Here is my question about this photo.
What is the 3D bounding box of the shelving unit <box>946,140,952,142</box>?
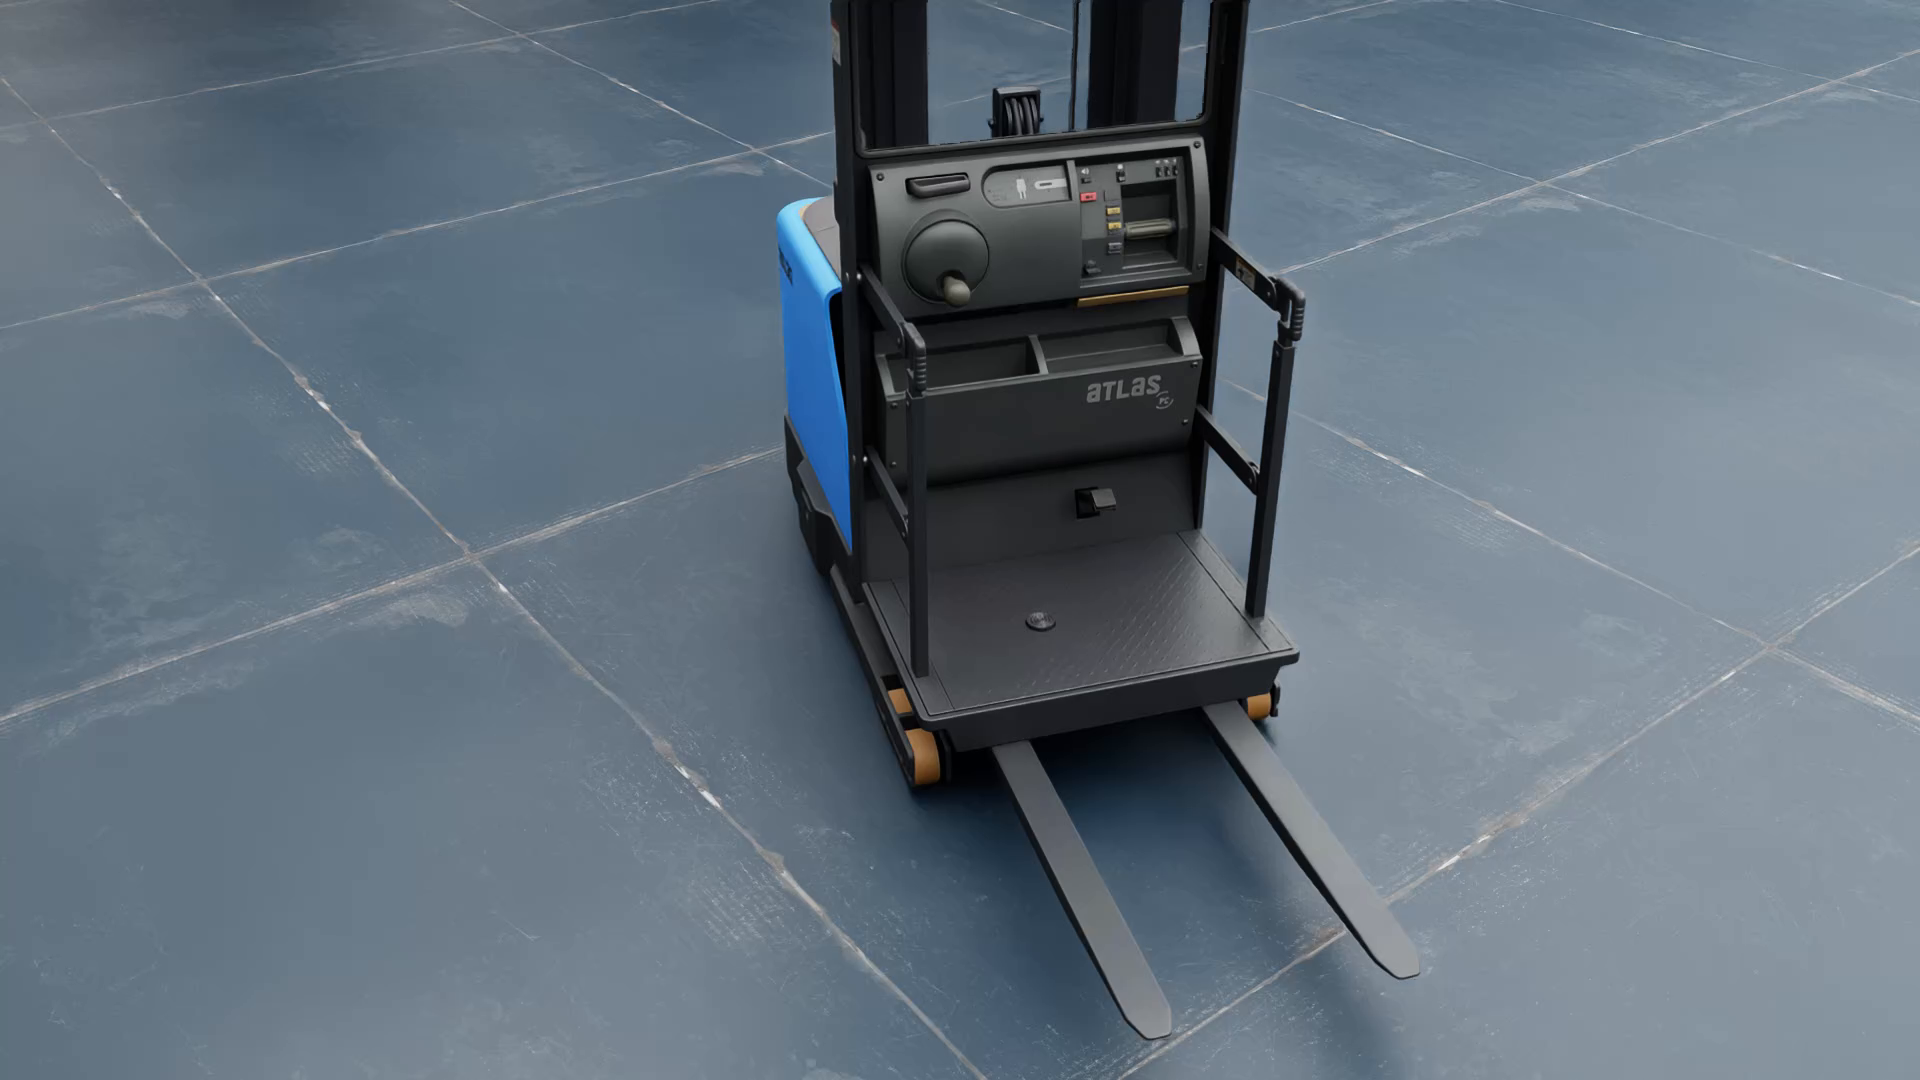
[{"bbox_3d":[-0.210,-0.955,6.150,0.258,1.200,0.503,-9,33,-14],"label":"shelving unit"}]

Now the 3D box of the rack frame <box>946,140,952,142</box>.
[{"bbox_3d":[-0.140,-0.832,5.952,0.240,1.200,0.015,-9,33,-14],"label":"rack frame"}]

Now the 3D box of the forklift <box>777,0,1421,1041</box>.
[{"bbox_3d":[0.288,-0.792,4.247,1.130,2.935,3.031,-9,33,-14],"label":"forklift"}]
